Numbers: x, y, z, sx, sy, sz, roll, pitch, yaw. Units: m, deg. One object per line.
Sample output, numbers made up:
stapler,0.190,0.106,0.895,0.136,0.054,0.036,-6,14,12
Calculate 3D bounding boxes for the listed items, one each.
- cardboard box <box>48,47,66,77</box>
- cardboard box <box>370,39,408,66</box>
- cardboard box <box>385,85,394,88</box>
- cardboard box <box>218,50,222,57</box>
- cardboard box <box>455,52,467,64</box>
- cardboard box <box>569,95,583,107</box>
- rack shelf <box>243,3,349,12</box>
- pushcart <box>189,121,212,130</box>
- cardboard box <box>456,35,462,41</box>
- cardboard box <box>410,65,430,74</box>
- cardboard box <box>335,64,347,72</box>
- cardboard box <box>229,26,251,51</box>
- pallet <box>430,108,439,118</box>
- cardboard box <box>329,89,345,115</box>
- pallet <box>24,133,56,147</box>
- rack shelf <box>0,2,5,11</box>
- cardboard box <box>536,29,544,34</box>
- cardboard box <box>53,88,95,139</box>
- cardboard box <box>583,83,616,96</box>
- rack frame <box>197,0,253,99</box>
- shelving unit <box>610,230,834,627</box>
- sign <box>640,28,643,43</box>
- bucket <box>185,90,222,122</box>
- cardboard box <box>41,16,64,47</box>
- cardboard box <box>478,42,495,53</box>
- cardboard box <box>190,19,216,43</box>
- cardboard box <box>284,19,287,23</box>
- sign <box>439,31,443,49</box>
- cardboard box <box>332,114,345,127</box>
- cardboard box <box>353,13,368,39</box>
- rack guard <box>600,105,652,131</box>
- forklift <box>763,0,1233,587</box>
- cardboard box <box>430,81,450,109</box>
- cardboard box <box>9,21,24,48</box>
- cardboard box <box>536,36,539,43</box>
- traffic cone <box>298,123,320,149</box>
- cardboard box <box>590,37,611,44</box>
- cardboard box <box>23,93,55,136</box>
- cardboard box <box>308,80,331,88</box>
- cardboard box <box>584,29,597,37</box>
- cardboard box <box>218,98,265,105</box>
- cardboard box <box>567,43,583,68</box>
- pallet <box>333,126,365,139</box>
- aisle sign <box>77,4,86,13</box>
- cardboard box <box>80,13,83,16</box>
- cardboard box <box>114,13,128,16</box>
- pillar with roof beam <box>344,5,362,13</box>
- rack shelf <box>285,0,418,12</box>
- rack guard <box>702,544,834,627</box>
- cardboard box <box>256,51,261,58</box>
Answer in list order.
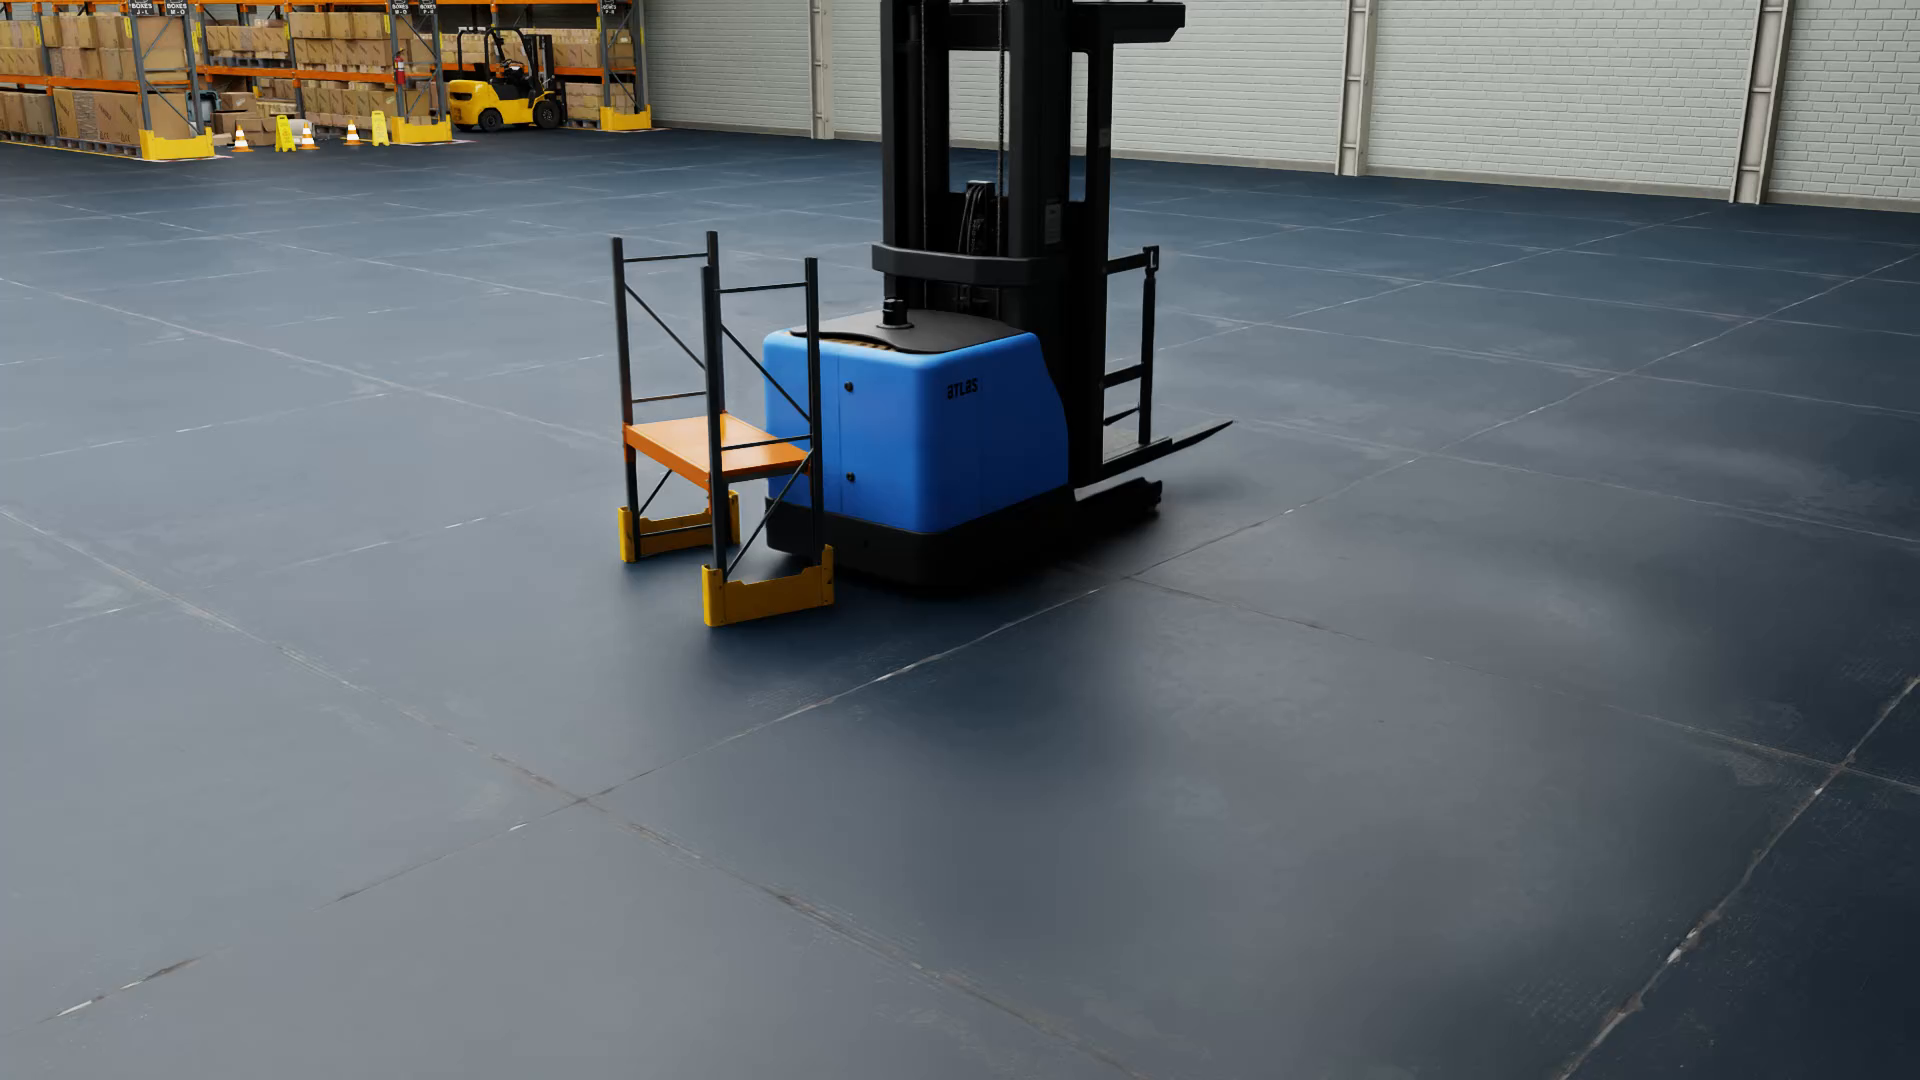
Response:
cardboard box,-16.567,-9.019,31.324,0.550,0.550,0.875,15,23,39
cardboard box,-11.237,-9.592,32.720,0.500,0.500,0.500,15,23,38
cardboard box,-14.167,-11.234,41.989,0.500,0.500,0.500,15,23,38
cardboard box,-16.323,-10.871,37.128,0.250,0.149,0.380,13,22,36
cardboard box,-11.630,-11.460,39.510,0.500,0.250,0.500,15,23,40
cardboard box,-8.296,-9.738,36.861,0.500,0.250,0.500,15,23,39
rack shelf,-17.828,-14.378,44.687,4.000,0.370,1.077,15,23,39
pushcart,-15.116,-8.383,33.904,0.936,0.377,1.648,7,19,21
cardboard box,-11.727,-11.908,39.437,0.250,0.149,0.380,15,23,40
cardboard box,-10.765,-9.351,33.034,0.250,0.149,0.380,15,23,39
cardboard box,-12.460,-9.600,33.819,0.250,0.149,0.380,15,23,39
cardboard box,-15.653,-11.001,36.466,0.500,0.500,0.500,16,23,40
pallet,-12.750,-10.583,41.109,1.213,0.211,1.003,15,23,39
cardboard box,-12.583,-9.017,34.178,0.500,0.500,0.500,17,24,42
pallet,-17.478,-7.828,32.428,1.213,0.211,1.003,15,23,39
rack shelf,-21.338,-11.310,35.022,4.000,0.370,1.077,15,23,39
cardboard box,-9.291,-11.410,37.375,0.250,0.149,0.380,15,23,39
cardboard box,-16.426,-8.064,31.381,0.875,0.875,0.875,15,23,40
cardboard box,-7.908,-9.868,36.445,0.500,0.250,0.500,16,24,41
rack frame,-16.632,-10.962,37.695,0.127,3.000,1.000,15,23,39
shelving unit,-1.072,-0.533,7.313,0.587,1.500,1.083,-10,20,-30
sign,-6.984,-11.055,36.423,0.005,0.325,0.100,15,23,39
bucket,-15.218,-8.677,33.394,0.726,0.611,0.620,-9,10,-27
cardboard box,-16.597,-9.523,31.127,0.550,0.550,0.875,15,23,39
cardboard box,-10.885,-11.490,38.781,0.500,0.250,0.500,14,23,38
cardboard box,-17.192,-11.531,37.669,0.500,0.500,0.500,14,23,38
cardboard box,-14.638,-11.227,36.106,0.250,0.149,0.380,17,24,42
sign,-10.289,-9.891,32.889,0.005,0.325,0.100,15,23,39
cardboard box,-12.573,-8.659,34.287,0.500,0.250,0.500,15,23,39
cardboard box,-11.549,-10.179,32.915,0.500,0.500,0.700,15,23,40
rack guard,-7.339,-9.284,36.537,0.348,0.500,1.175,15,23,39
forklift,0.386,-1.572,8.220,1.130,2.935,3.031,13,22,35
cardboard box,-12.389,-10.897,40.719,0.625,0.625,0.875,16,24,41
cardboard box,-17.989,-9.846,32.359,0.500,0.500,0.700,15,23,40
cardboard box,-9.346,-11.253,37.372,0.250,0.149,0.380,14,22,38
traffic cone,-12.309,-7.622,31.363,0.334,0.463,0.336,15,23,39
cardboard box,-7.802,-10.843,36.081,0.250,0.149,0.380,15,23,40
cardboard box,-17.374,-8.251,32.177,0.750,0.750,1.050,15,23,39
cardboard box,-13.325,-9.497,34.617,0.250,0.149,0.380,15,23,40
cardboard box,-7.970,-11.045,36.226,0.250,0.149,0.380,15,23,39
cardboard box,-16.216,-9.794,37.664,0.625,0.372,0.950,13,22,36
cardboard box,-8.281,-10.673,36.618,0.500,0.500,0.500,16,24,41
pallet,-12.198,-8.458,34.415,1.213,0.211,1.003,15,23,39
aisle sign,-22.464,-13.892,42.629,0.004,0.787,0.394,15,23,39
cardboard box,-21.573,-13.004,41.238,0.250,0.149,0.380,15,23,40
cardboard box,-20.065,-12.589,39.929,0.250,0.149,0.380,14,23,38
pillar with roof beam,-19.112,-15.118,40.873,0.400,9.000,9.100,15,23,39
rack shelf,-12.144,-10.844,33.554,4.000,0.370,1.077,15,23,39
rack guard,-0.813,0.191,7.096,0.587,0.250,0.087,-10,20,-30
cardboard box,-14.962,-10.489,35.923,0.250,0.149,0.380,15,23,39
